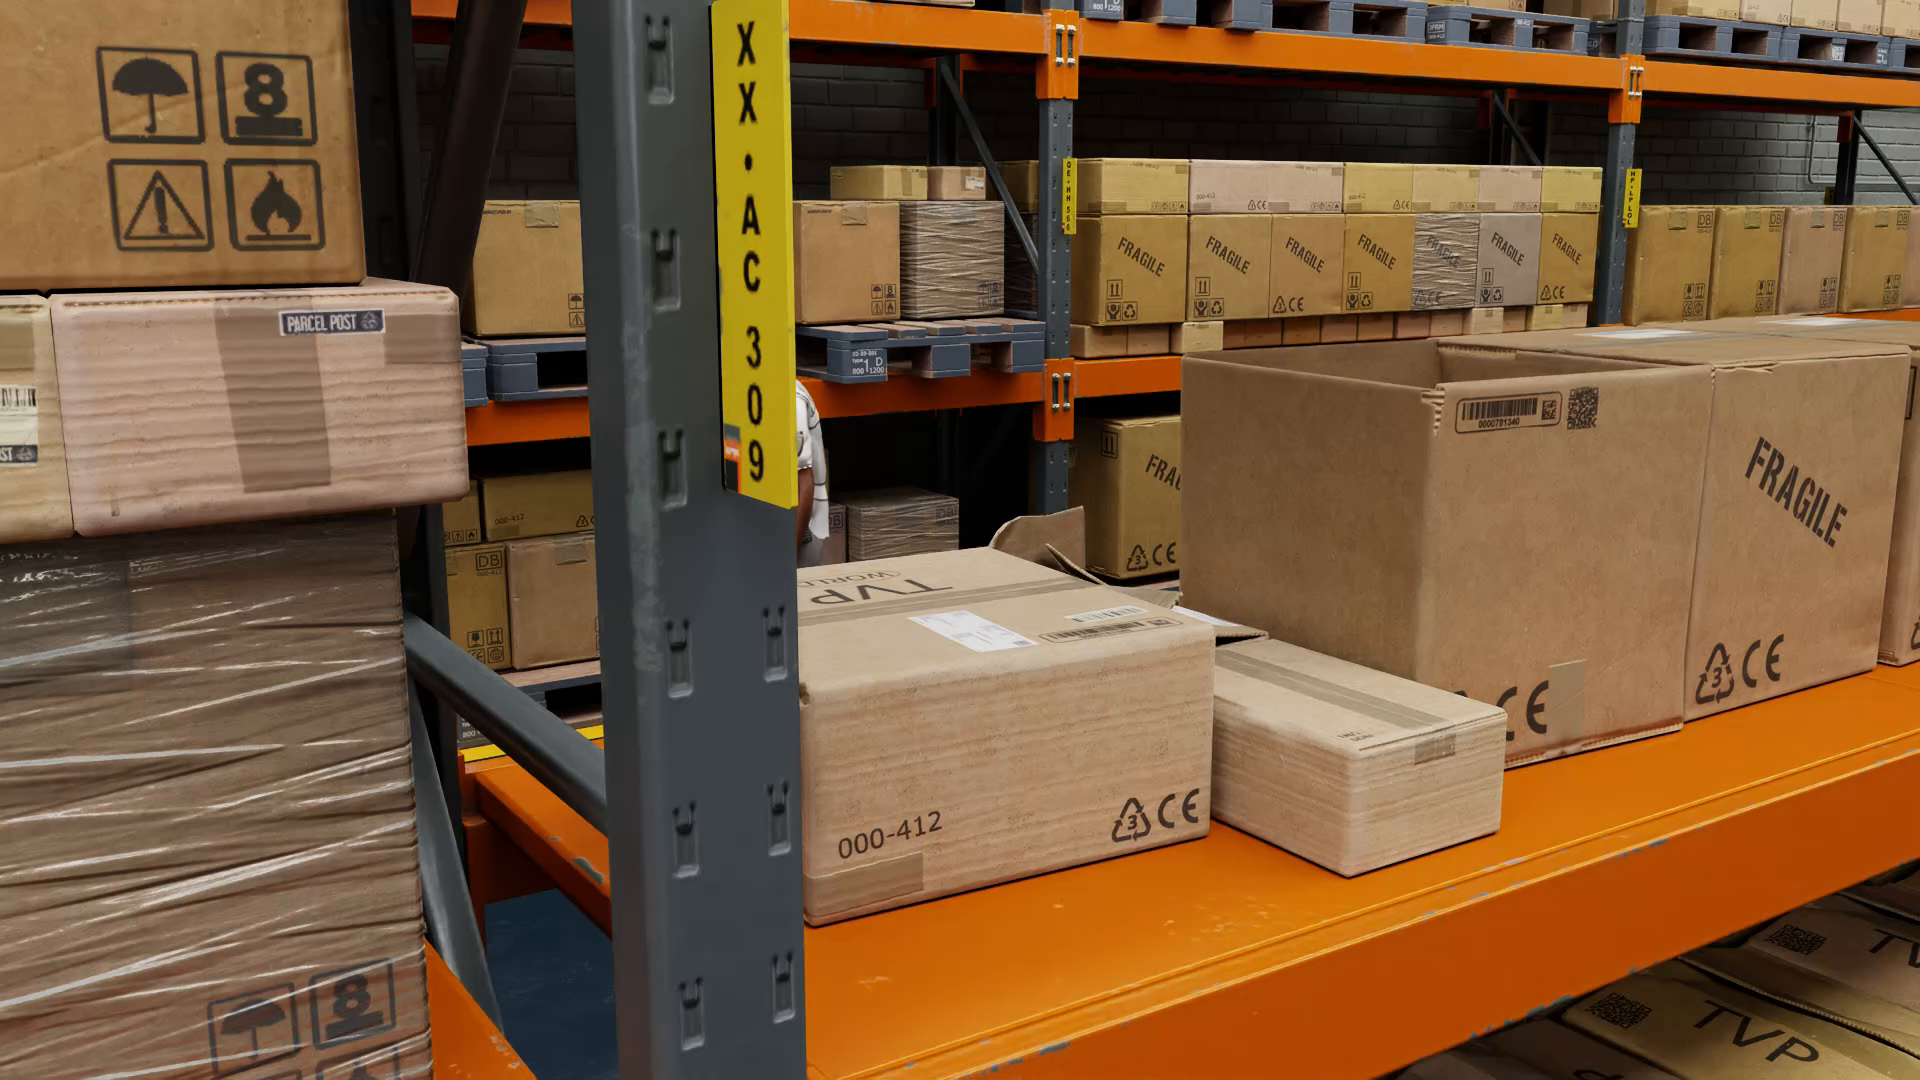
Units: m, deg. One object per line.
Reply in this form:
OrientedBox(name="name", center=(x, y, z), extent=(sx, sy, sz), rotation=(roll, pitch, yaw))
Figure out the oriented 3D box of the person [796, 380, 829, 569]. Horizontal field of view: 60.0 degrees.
OrientedBox(name="person", center=(-0.687, 0.020, 5.845), extent=(0.415, 1.660, 0.506), rotation=(-7, 14, -33))
